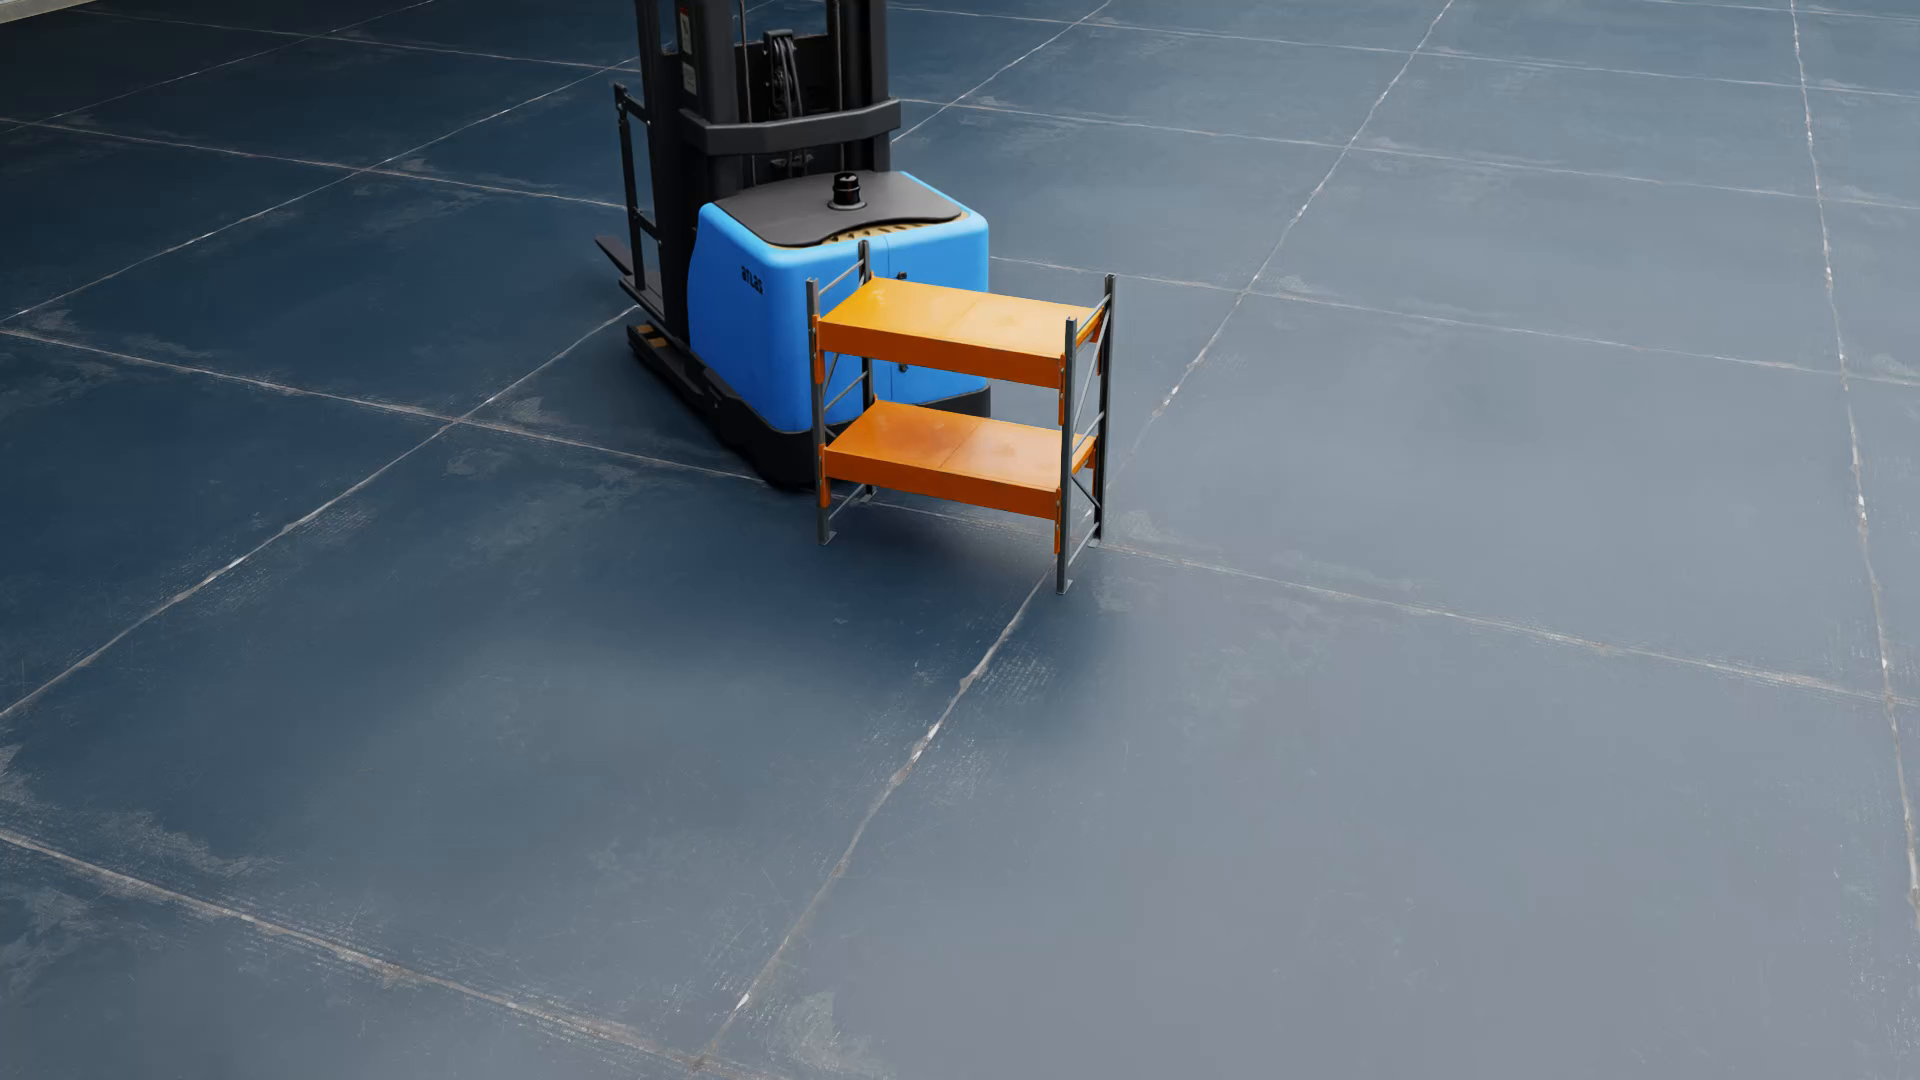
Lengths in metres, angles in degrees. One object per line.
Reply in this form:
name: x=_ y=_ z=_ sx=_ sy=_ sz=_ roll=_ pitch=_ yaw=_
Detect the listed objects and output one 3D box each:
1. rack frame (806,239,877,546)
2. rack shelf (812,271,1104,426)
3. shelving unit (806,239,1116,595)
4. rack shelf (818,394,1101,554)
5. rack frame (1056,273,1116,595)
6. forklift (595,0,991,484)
rack frame: x=-0.465 y=-0.582 z=6.637 sx=0.032 sy=1.125 sz=0.500 roll=11 pitch=31 yaw=19
rack shelf: x=0.006 y=-0.743 z=6.327 sx=1.000 sy=0.278 sz=0.538 roll=11 pitch=31 yaw=19
shelving unit: x=0.006 y=-0.488 z=6.471 sx=1.048 sy=1.125 sz=0.538 roll=11 pitch=31 yaw=19
rack shelf: x=0.006 y=-0.276 z=6.591 sx=1.000 sy=0.278 sz=0.538 roll=11 pitch=31 yaw=19
rack frame: x=0.477 y=-0.394 z=6.305 sx=0.032 sy=1.125 sz=0.500 roll=11 pitch=31 yaw=19
forklift: x=-1.016 y=-2.207 z=7.676 sx=1.130 sy=2.935 sz=3.031 roll=-15 pitch=33 yaw=-25
